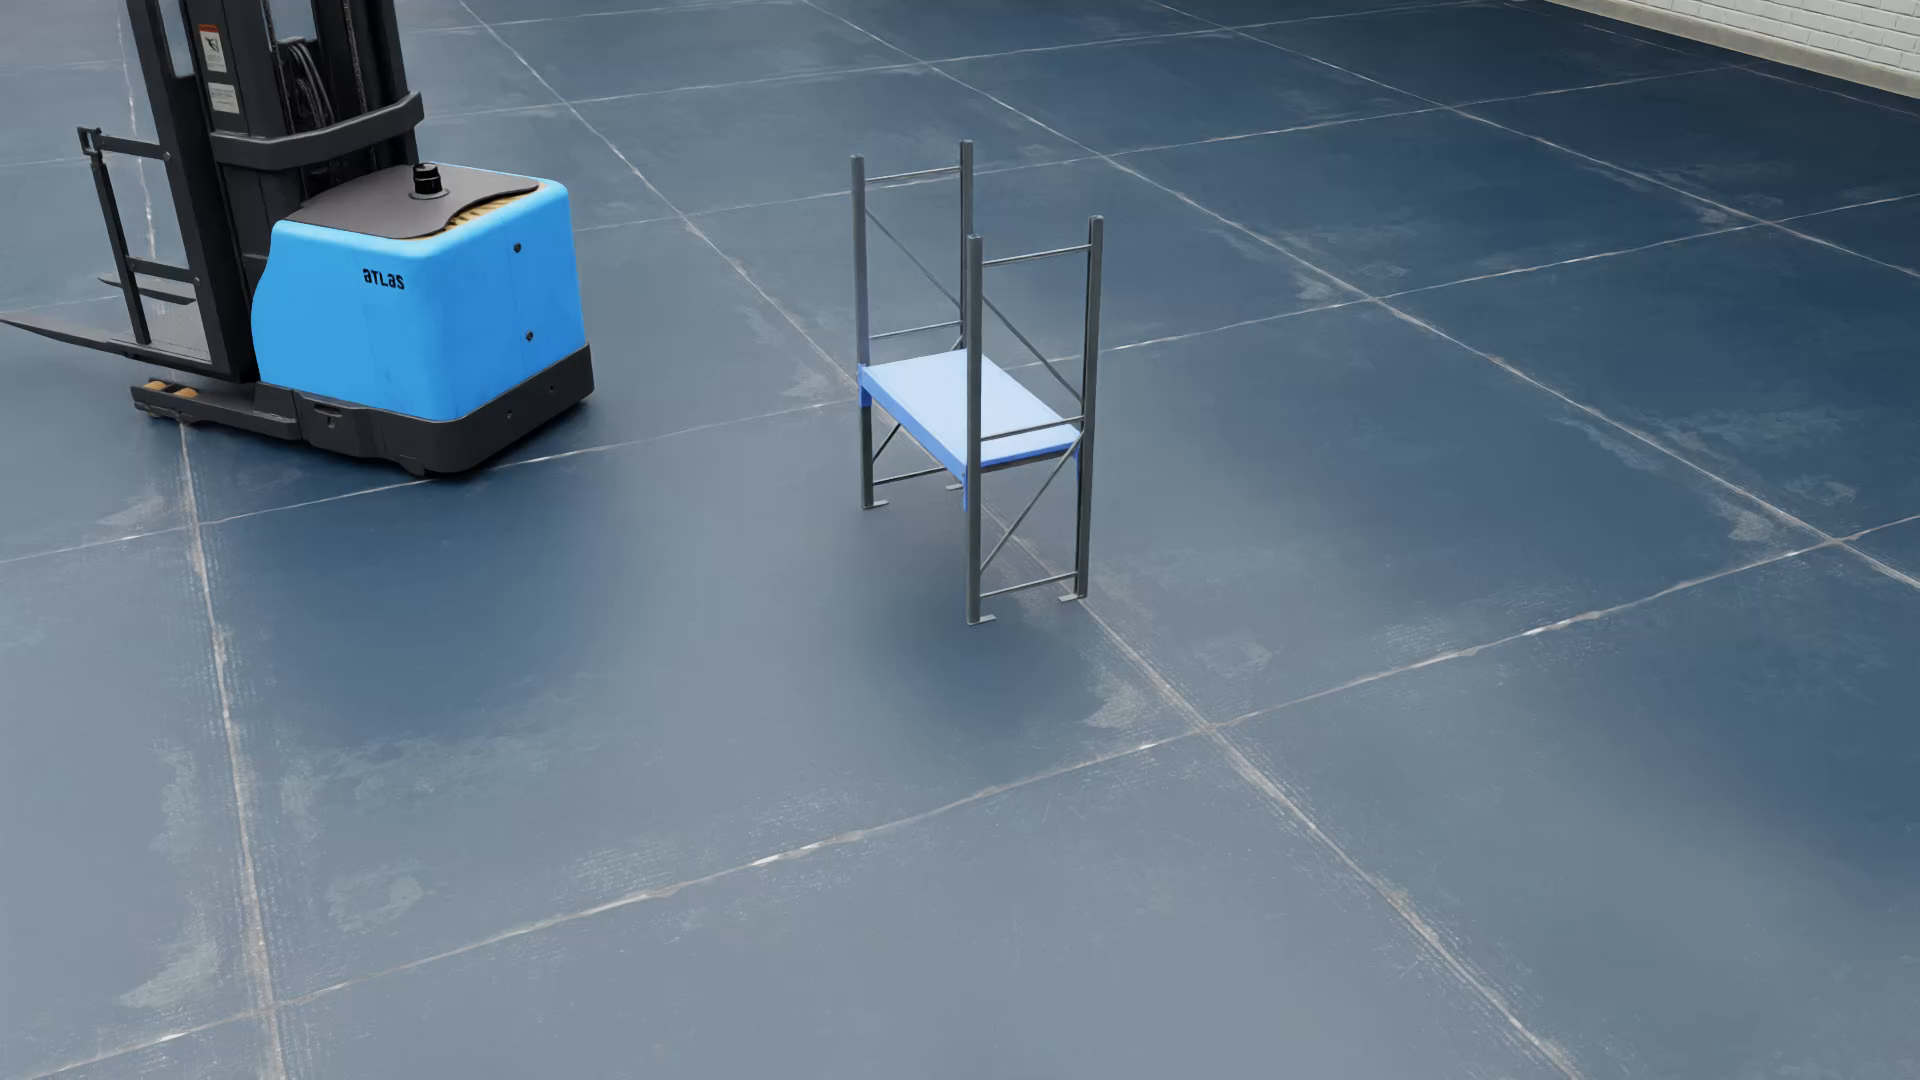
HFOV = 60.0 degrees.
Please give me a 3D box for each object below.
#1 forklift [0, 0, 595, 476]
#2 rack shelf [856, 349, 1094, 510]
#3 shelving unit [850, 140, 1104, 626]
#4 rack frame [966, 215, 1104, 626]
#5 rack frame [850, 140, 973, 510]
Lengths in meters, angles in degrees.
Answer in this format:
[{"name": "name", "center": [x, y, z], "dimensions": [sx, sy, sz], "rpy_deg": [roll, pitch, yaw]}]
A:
[{"name": "forklift", "center": [-3.289, -2.030, 7.374], "dimensions": [3.031, 2.935, 1.130], "rpy_deg": [13, 32, 22]}, {"name": "rack shelf", "center": [0.037, -0.460, 6.404], "dimensions": [0.538, 0.185, 1.000], "rpy_deg": [-13, 32, -22]}, {"name": "shelving unit", "center": [0.037, -0.616, 6.316], "dimensions": [0.538, 1.500, 1.048], "rpy_deg": [-13, 32, -22]}, {"name": "rack frame", "center": [0.255, -0.392, 5.916], "dimensions": [0.500, 1.500, 0.032], "rpy_deg": [-13, 32, -22]}, {"name": "rack frame", "center": [-0.182, -0.841, 6.716], "dimensions": [0.500, 1.500, 0.032], "rpy_deg": [-13, 32, -22]}]
